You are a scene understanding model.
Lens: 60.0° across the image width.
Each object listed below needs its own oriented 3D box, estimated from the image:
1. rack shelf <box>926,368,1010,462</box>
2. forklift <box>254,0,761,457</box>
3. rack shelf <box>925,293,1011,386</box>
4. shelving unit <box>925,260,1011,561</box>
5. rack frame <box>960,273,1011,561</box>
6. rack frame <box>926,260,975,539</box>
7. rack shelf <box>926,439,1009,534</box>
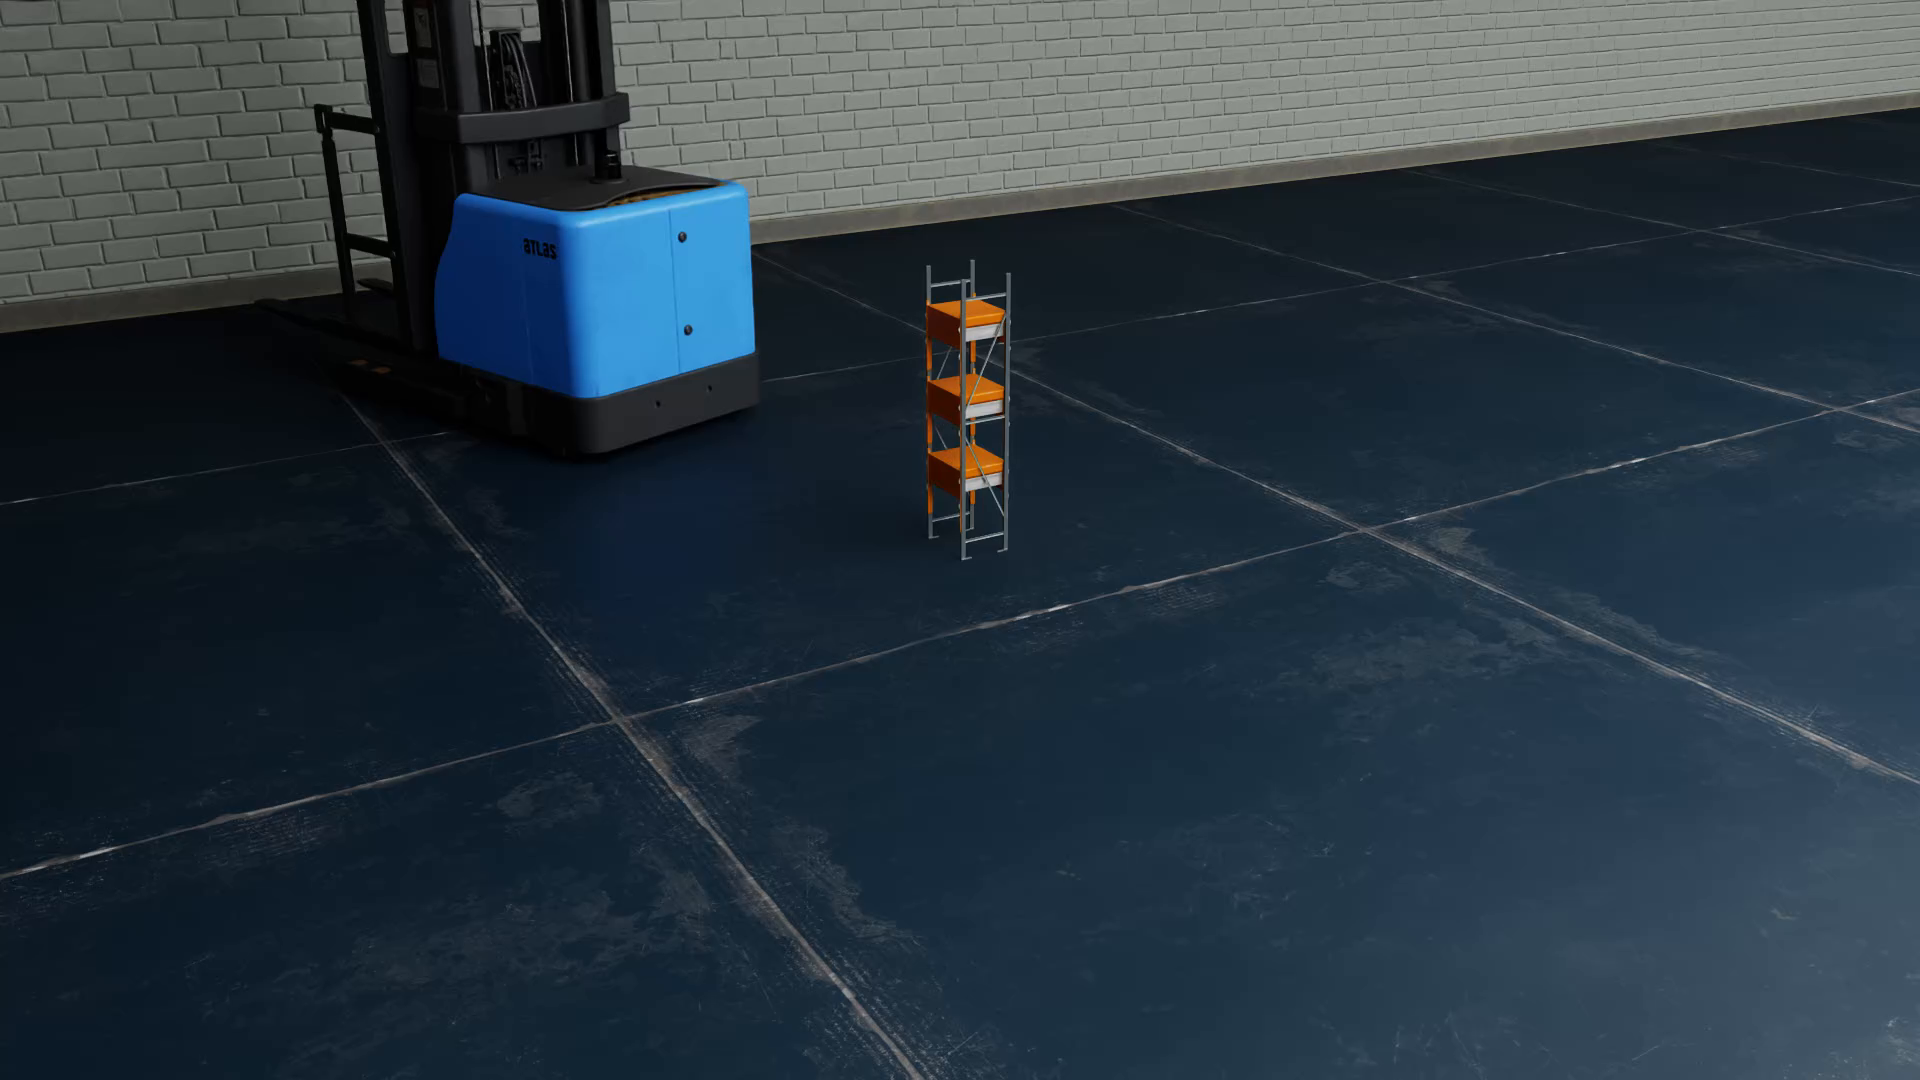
[{"bbox_3d":[0.027,-0.459,6.075,0.215,0.259,0.240,-13,25,-28],"label":"rack shelf"},{"bbox_3d":[-2.377,-2.153,7.717,3.031,2.935,1.130,17,28,36],"label":"forklift"},{"bbox_3d":[0.027,-0.722,5.968,0.215,0.259,0.240,-13,25,-28],"label":"rack shelf"},{"bbox_3d":[0.027,-0.469,6.071,0.215,1.050,0.252,-13,25,-28],"label":"shelving unit"},{"bbox_3d":[0.090,-0.430,5.974,0.200,1.050,0.008,-13,25,-28],"label":"rack frame"},{"bbox_3d":[-0.035,-0.509,6.168,0.200,1.050,0.008,-13,25,-28],"label":"rack frame"},{"bbox_3d":[0.027,-0.202,6.180,0.215,0.259,0.240,-13,25,-28],"label":"rack shelf"}]
